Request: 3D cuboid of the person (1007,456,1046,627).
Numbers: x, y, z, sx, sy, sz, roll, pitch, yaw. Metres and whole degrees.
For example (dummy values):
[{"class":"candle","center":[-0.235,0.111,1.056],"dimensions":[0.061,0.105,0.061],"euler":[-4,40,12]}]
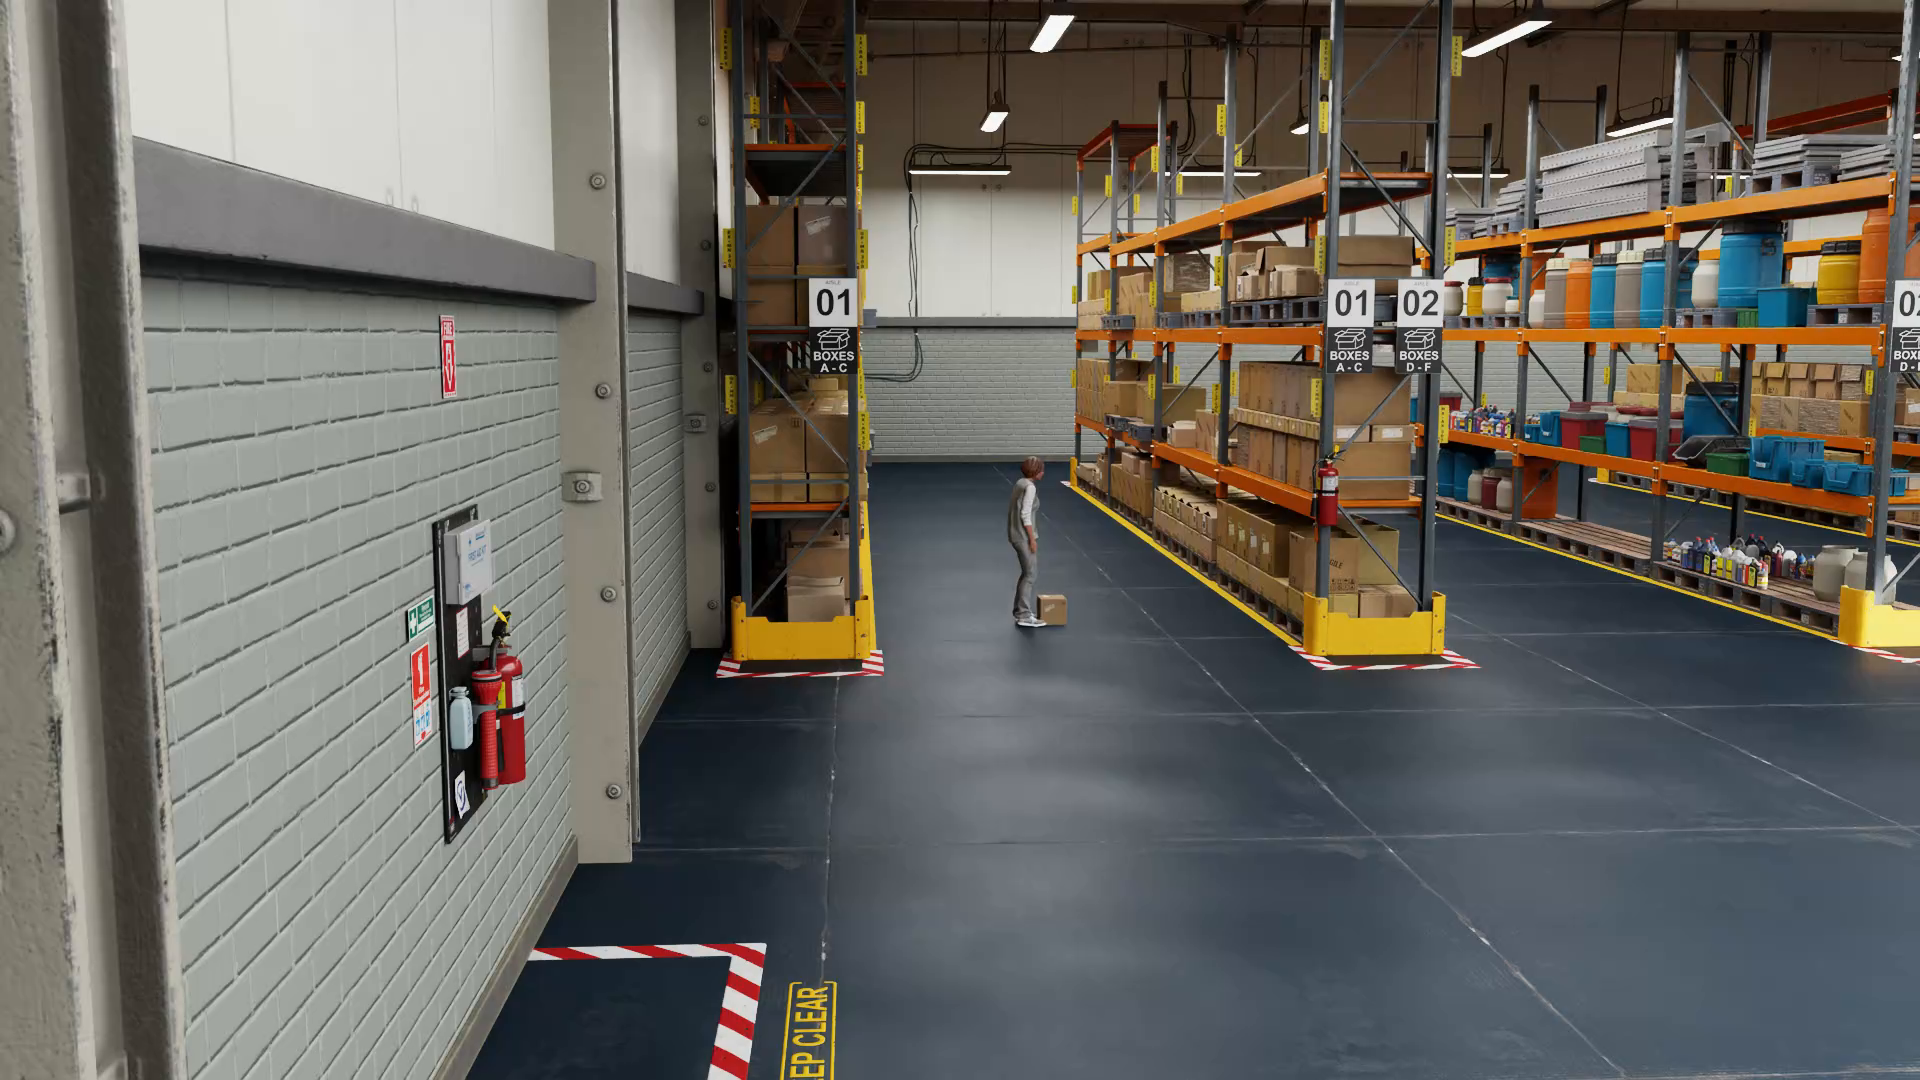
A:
[{"class":"person","center":[0.631,0.006,15.766],"dimensions":[0.348,1.591,0.478],"euler":[-1,7,-7]}]
